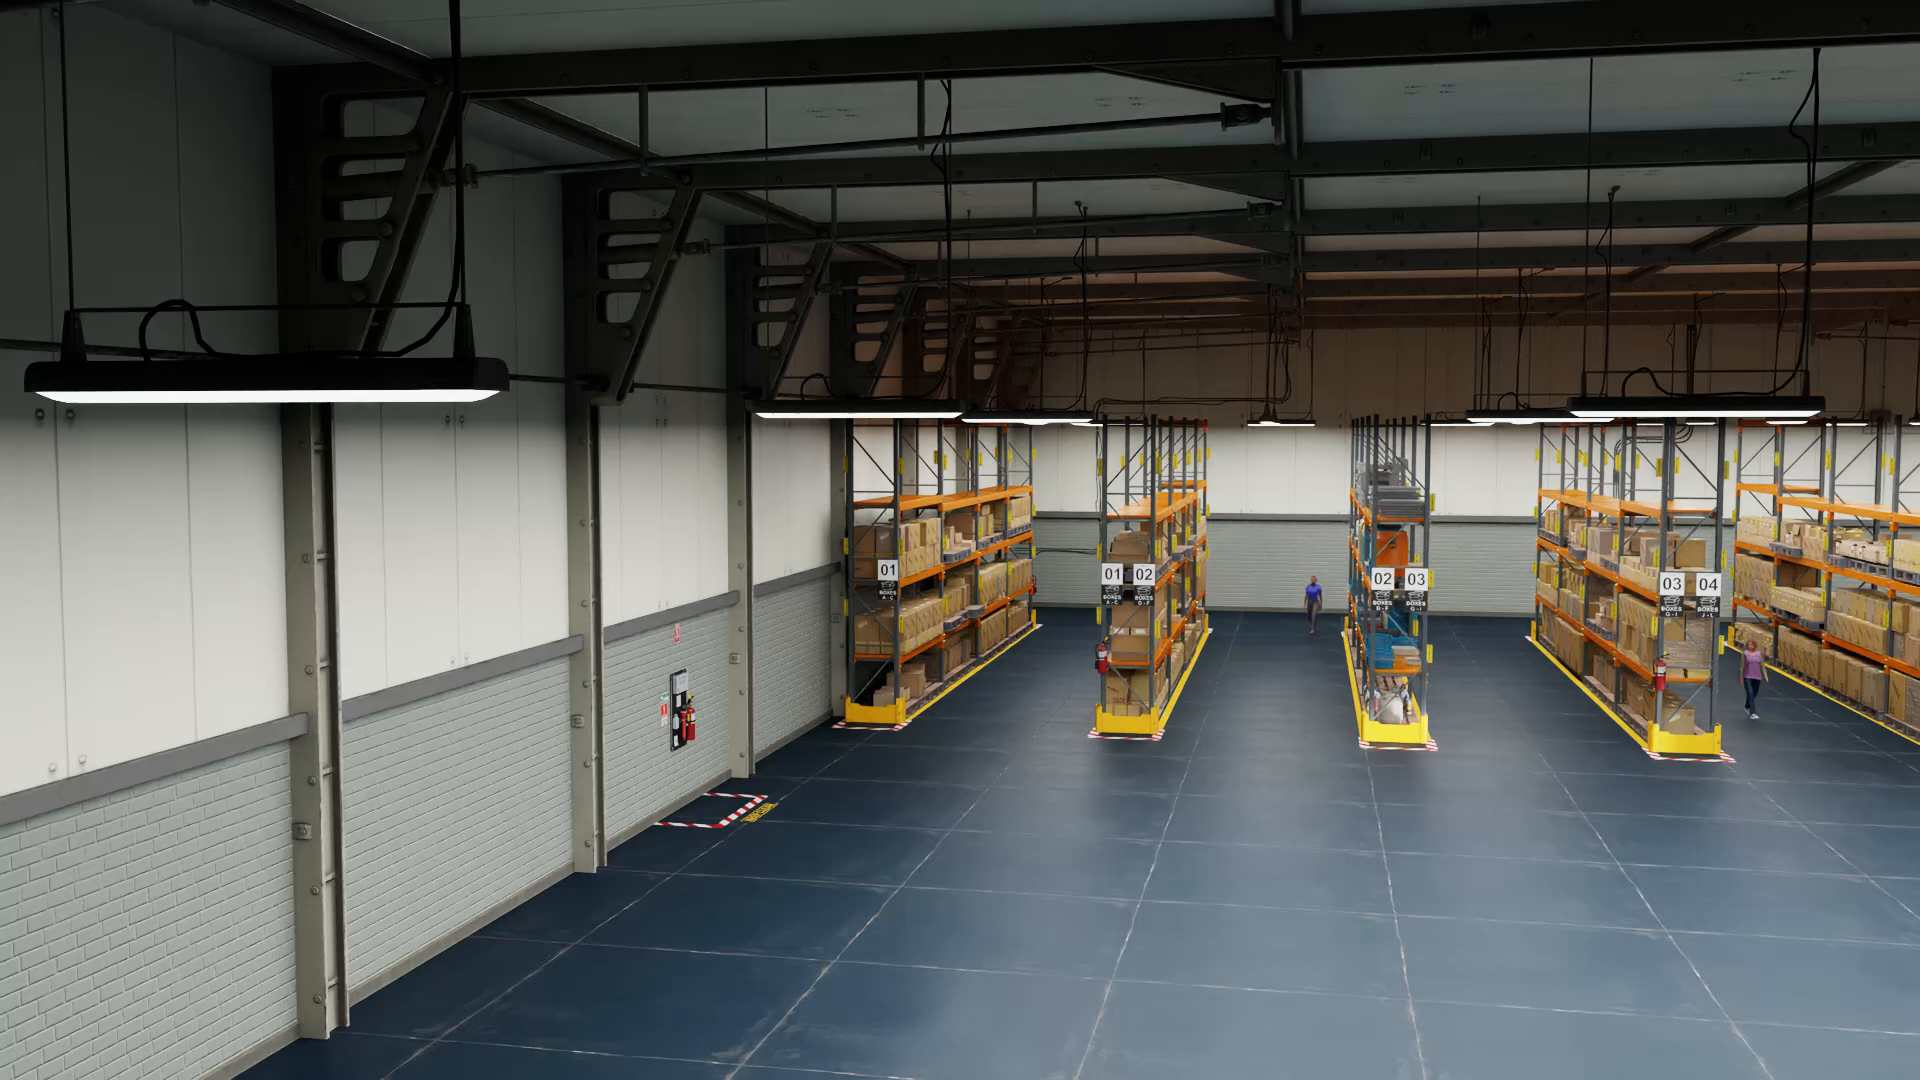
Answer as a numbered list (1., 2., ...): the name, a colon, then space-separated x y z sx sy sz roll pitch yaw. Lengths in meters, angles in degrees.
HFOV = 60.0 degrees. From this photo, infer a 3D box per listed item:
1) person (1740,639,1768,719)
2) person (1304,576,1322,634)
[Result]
1. person: 15.707 2.735 32.912 0.448 1.553 0.893 0 4 7
2. person: 9.914 1.793 46.610 0.478 1.606 0.942 2 4 28
